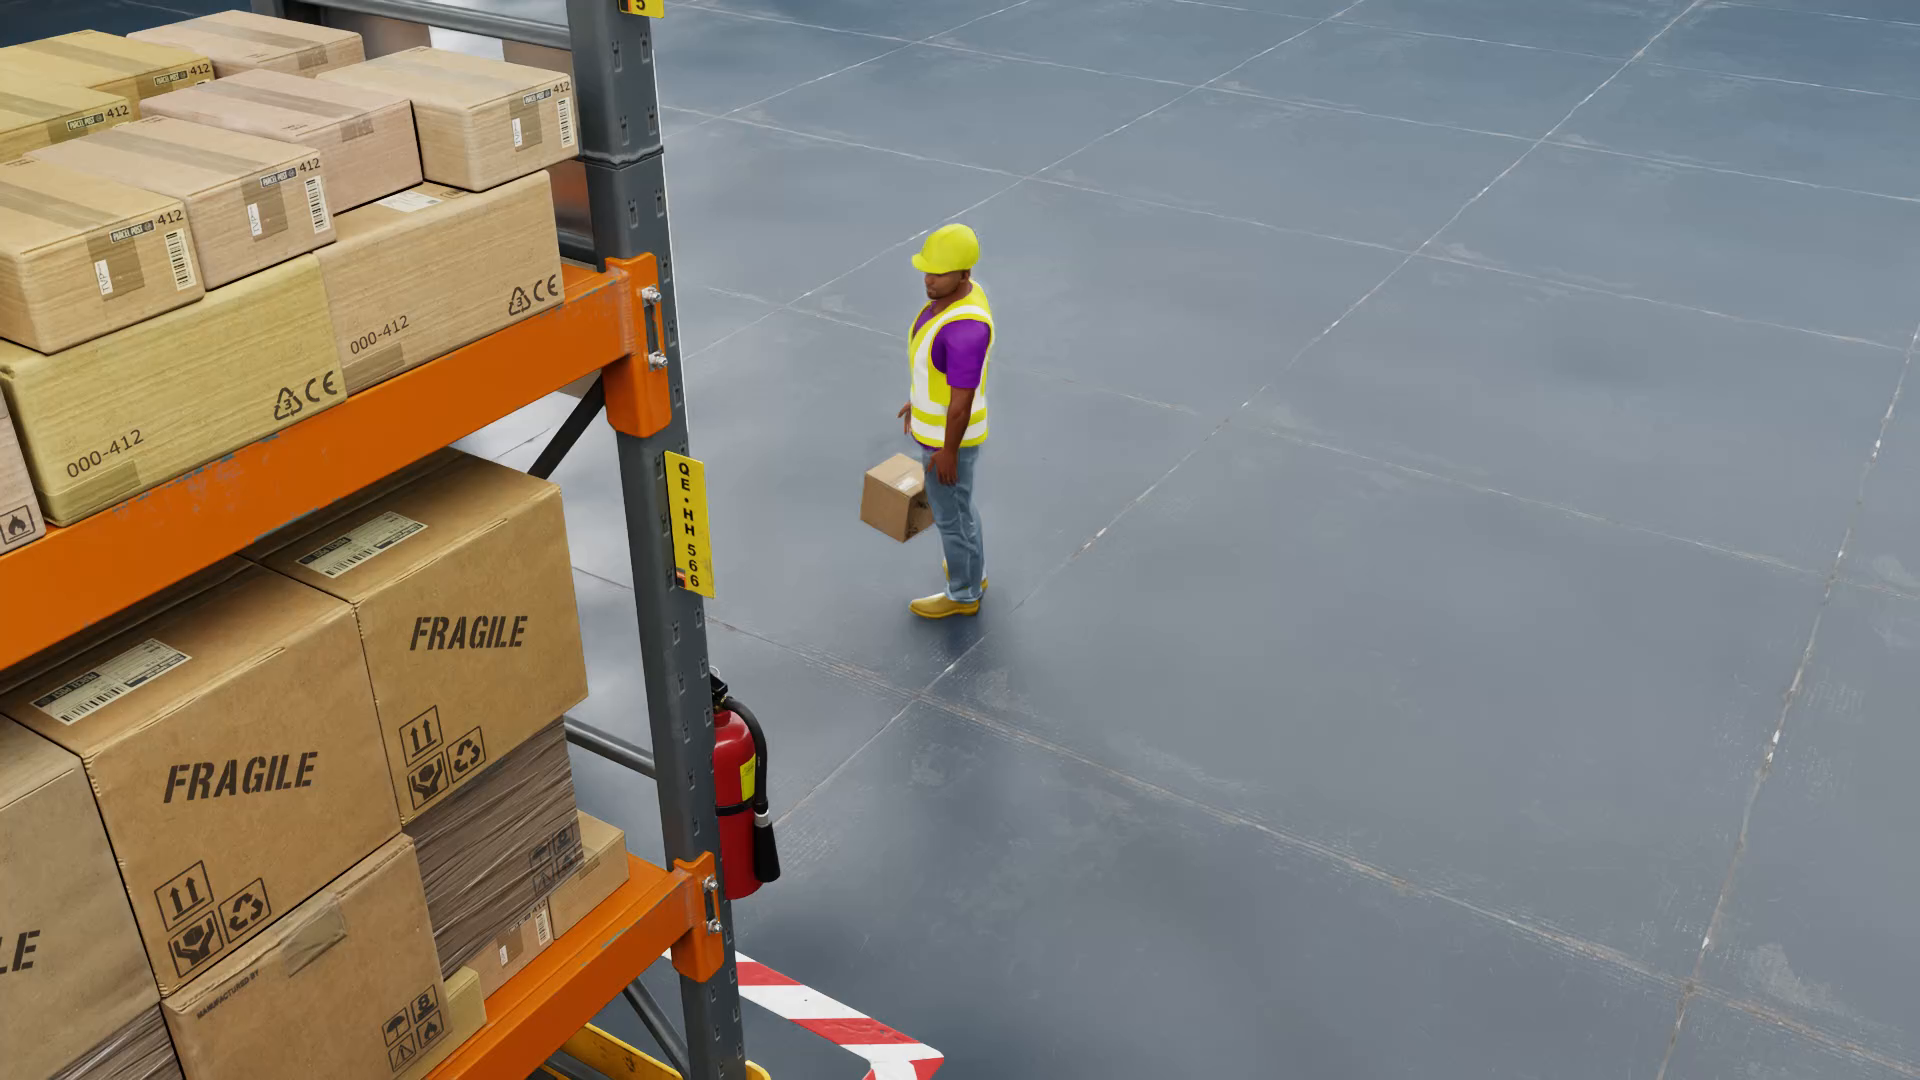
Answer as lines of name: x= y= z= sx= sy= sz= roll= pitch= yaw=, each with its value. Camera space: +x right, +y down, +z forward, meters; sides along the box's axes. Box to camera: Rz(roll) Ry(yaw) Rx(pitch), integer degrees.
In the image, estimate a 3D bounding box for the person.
person: x=-0.067 y=-0.486 z=6.904 sx=0.396 sy=1.768 sz=0.671 roll=-1 pitch=30 yaw=-2
